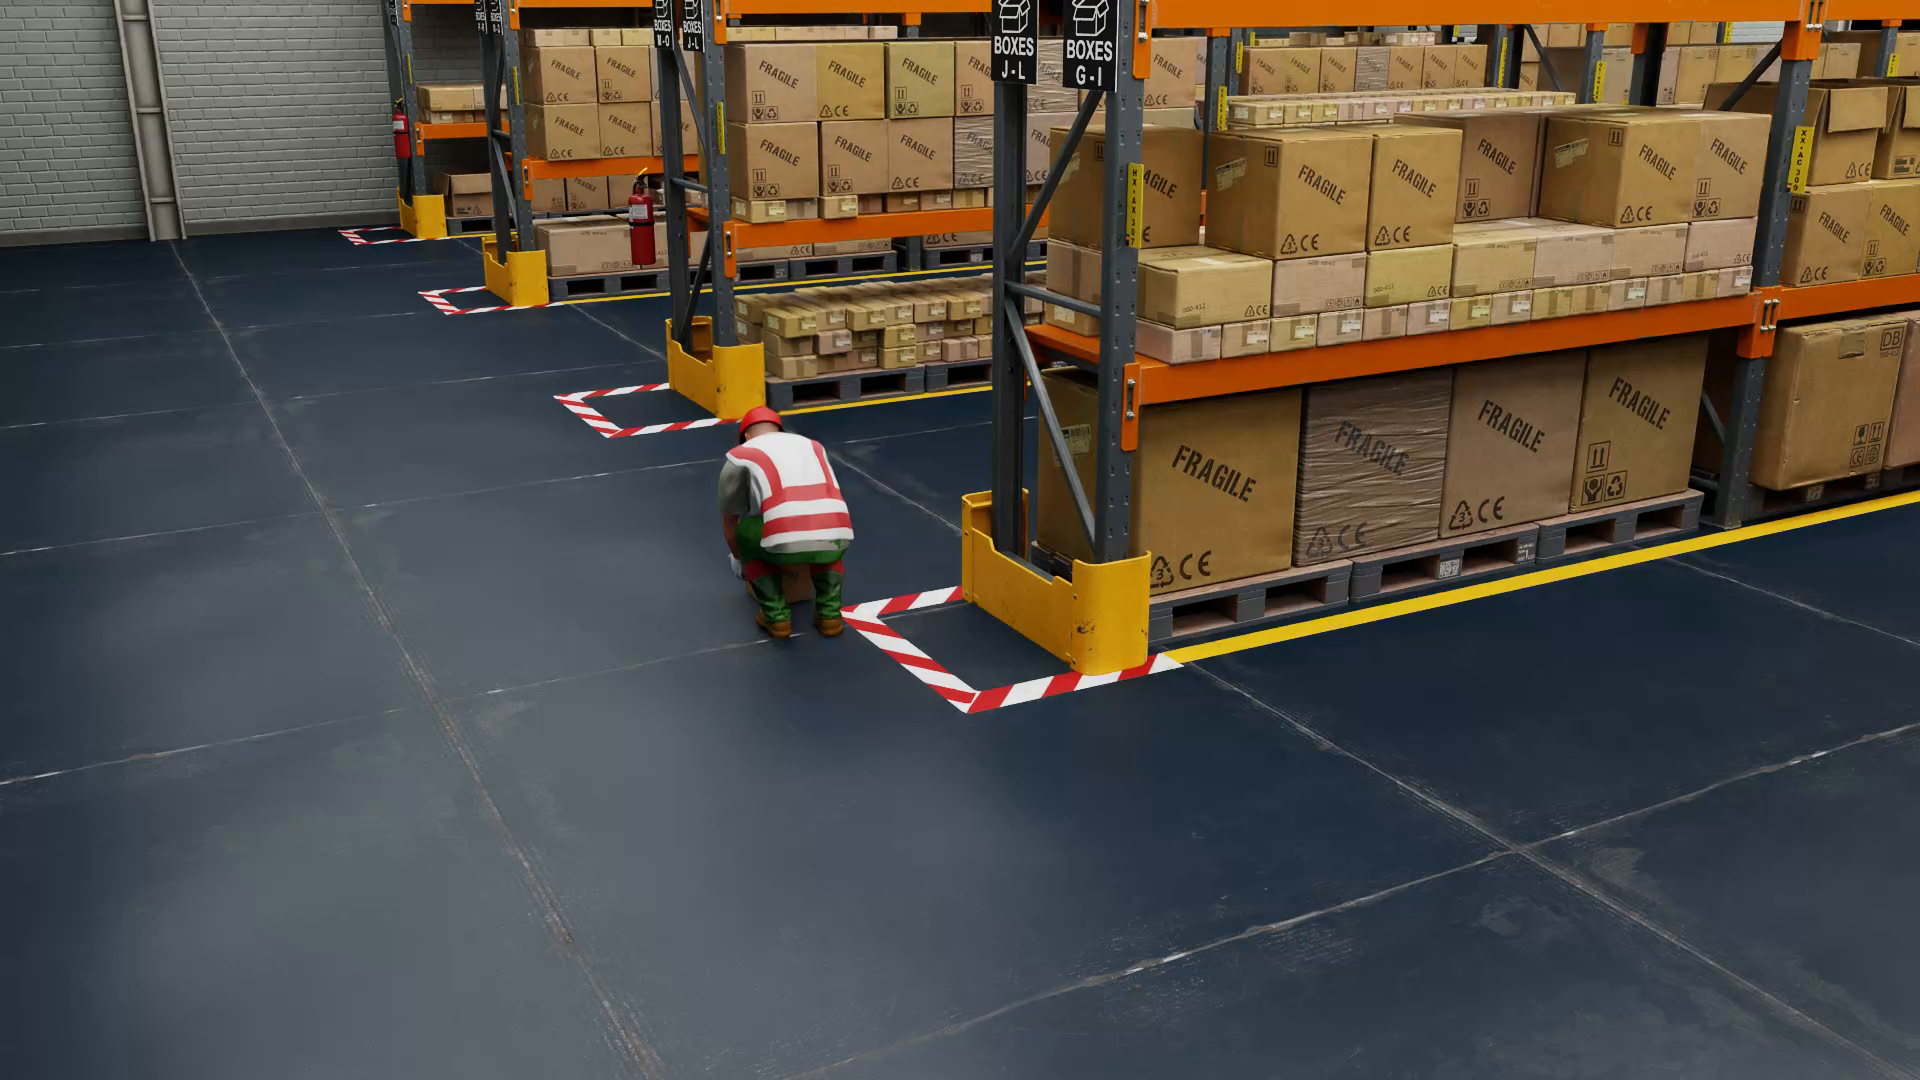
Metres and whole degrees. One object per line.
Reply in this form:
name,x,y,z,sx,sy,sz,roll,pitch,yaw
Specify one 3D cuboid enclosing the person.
person,-0.797,-0.075,7.588,0.571,0.954,0.895,-5,19,-16
